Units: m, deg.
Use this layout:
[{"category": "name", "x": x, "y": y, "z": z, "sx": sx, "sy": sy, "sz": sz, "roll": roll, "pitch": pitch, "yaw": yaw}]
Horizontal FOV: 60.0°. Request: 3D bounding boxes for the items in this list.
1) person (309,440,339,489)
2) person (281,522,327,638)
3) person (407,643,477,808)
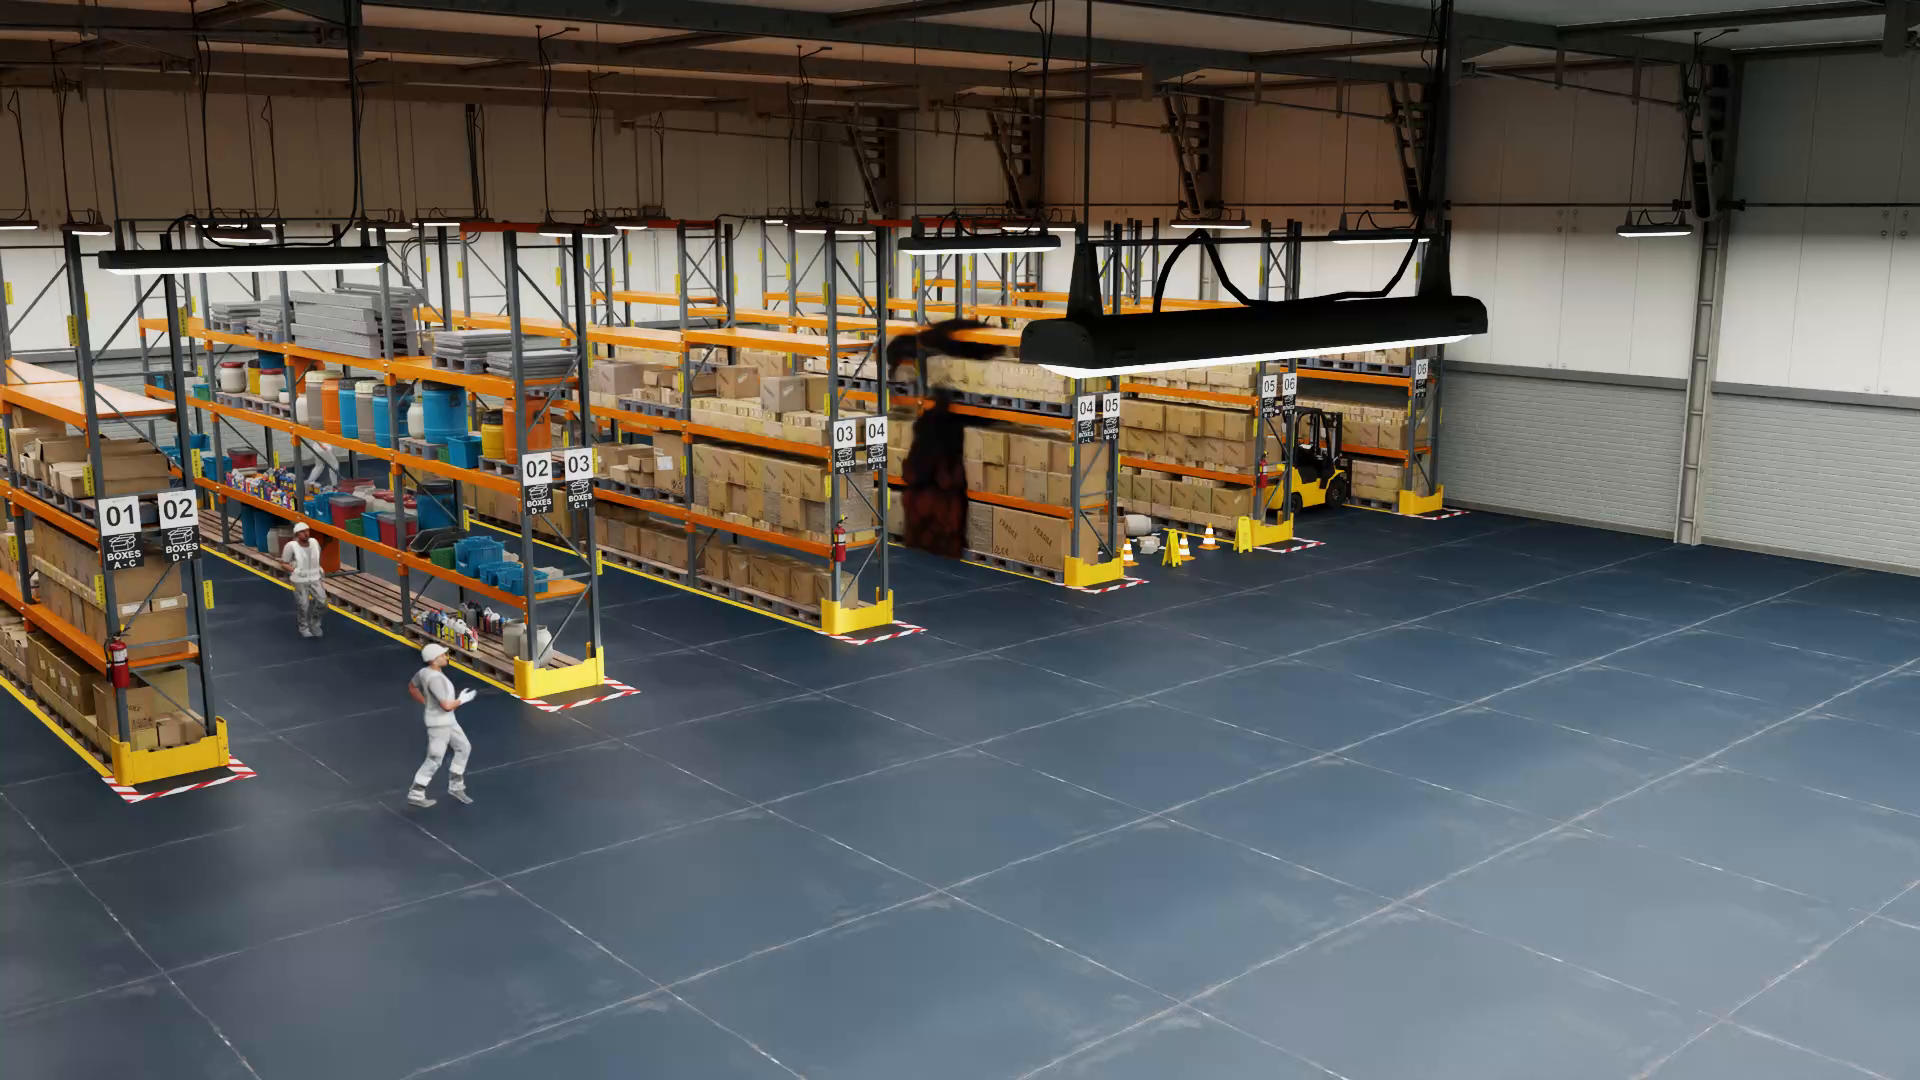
[{"category": "person", "x": -14.204, "y": -1.936, "z": 37.049, "sx": 0.817, "sy": 1.849, "sz": 0.642, "roll": -10, "pitch": 15, "yaw": -39}, {"category": "person", "x": -9.578, "y": 0.608, "z": 24.402, "sx": 0.674, "sy": 1.761, "sz": 0.643, "roll": -10, "pitch": 15, "yaw": -41}, {"category": "person", "x": -5.488, "y": 1.975, "z": 17.562, "sx": 0.776, "sy": 1.842, "sz": 0.641, "roll": -4, "pitch": 12, "yaw": -18}]
